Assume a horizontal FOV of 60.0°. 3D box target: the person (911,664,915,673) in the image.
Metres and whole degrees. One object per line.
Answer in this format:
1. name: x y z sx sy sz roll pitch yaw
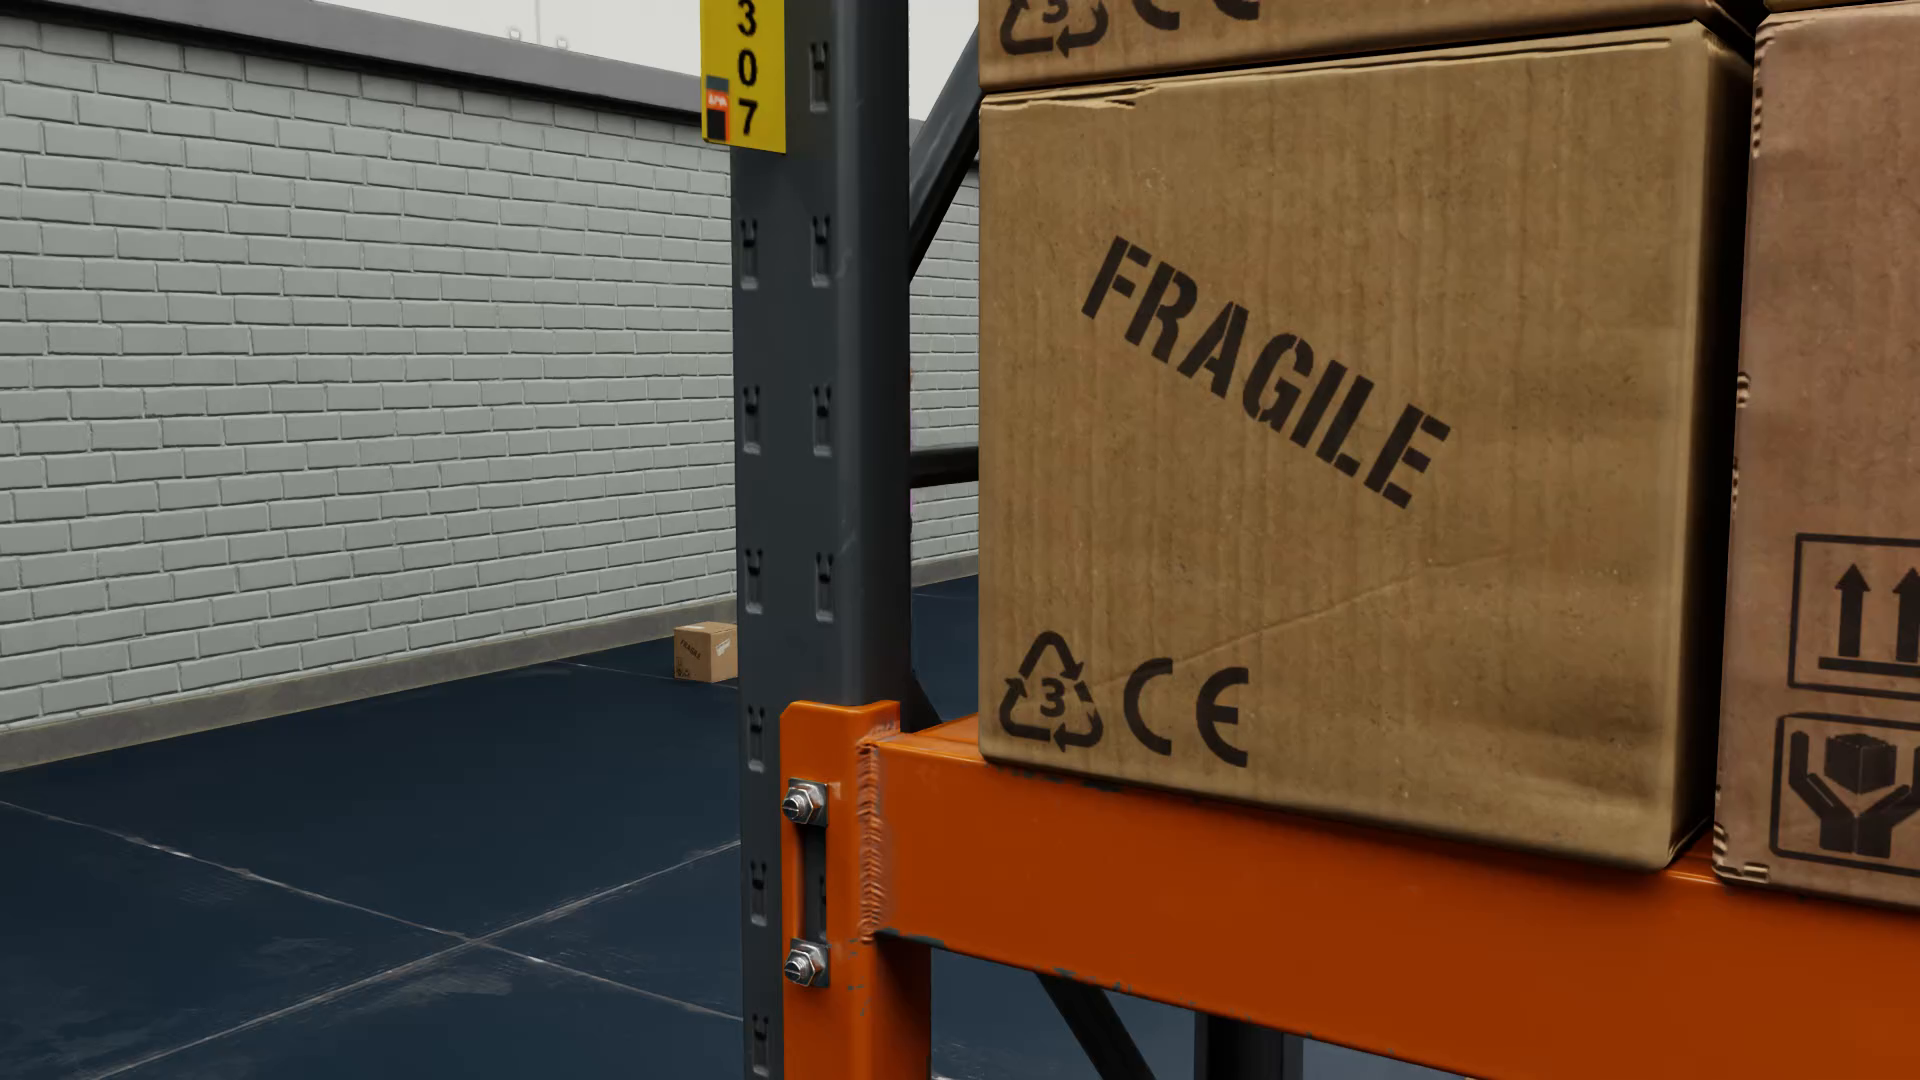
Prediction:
1. person: -0.403 -0.057 7.739 0.365 1.640 0.477 2 7 15
